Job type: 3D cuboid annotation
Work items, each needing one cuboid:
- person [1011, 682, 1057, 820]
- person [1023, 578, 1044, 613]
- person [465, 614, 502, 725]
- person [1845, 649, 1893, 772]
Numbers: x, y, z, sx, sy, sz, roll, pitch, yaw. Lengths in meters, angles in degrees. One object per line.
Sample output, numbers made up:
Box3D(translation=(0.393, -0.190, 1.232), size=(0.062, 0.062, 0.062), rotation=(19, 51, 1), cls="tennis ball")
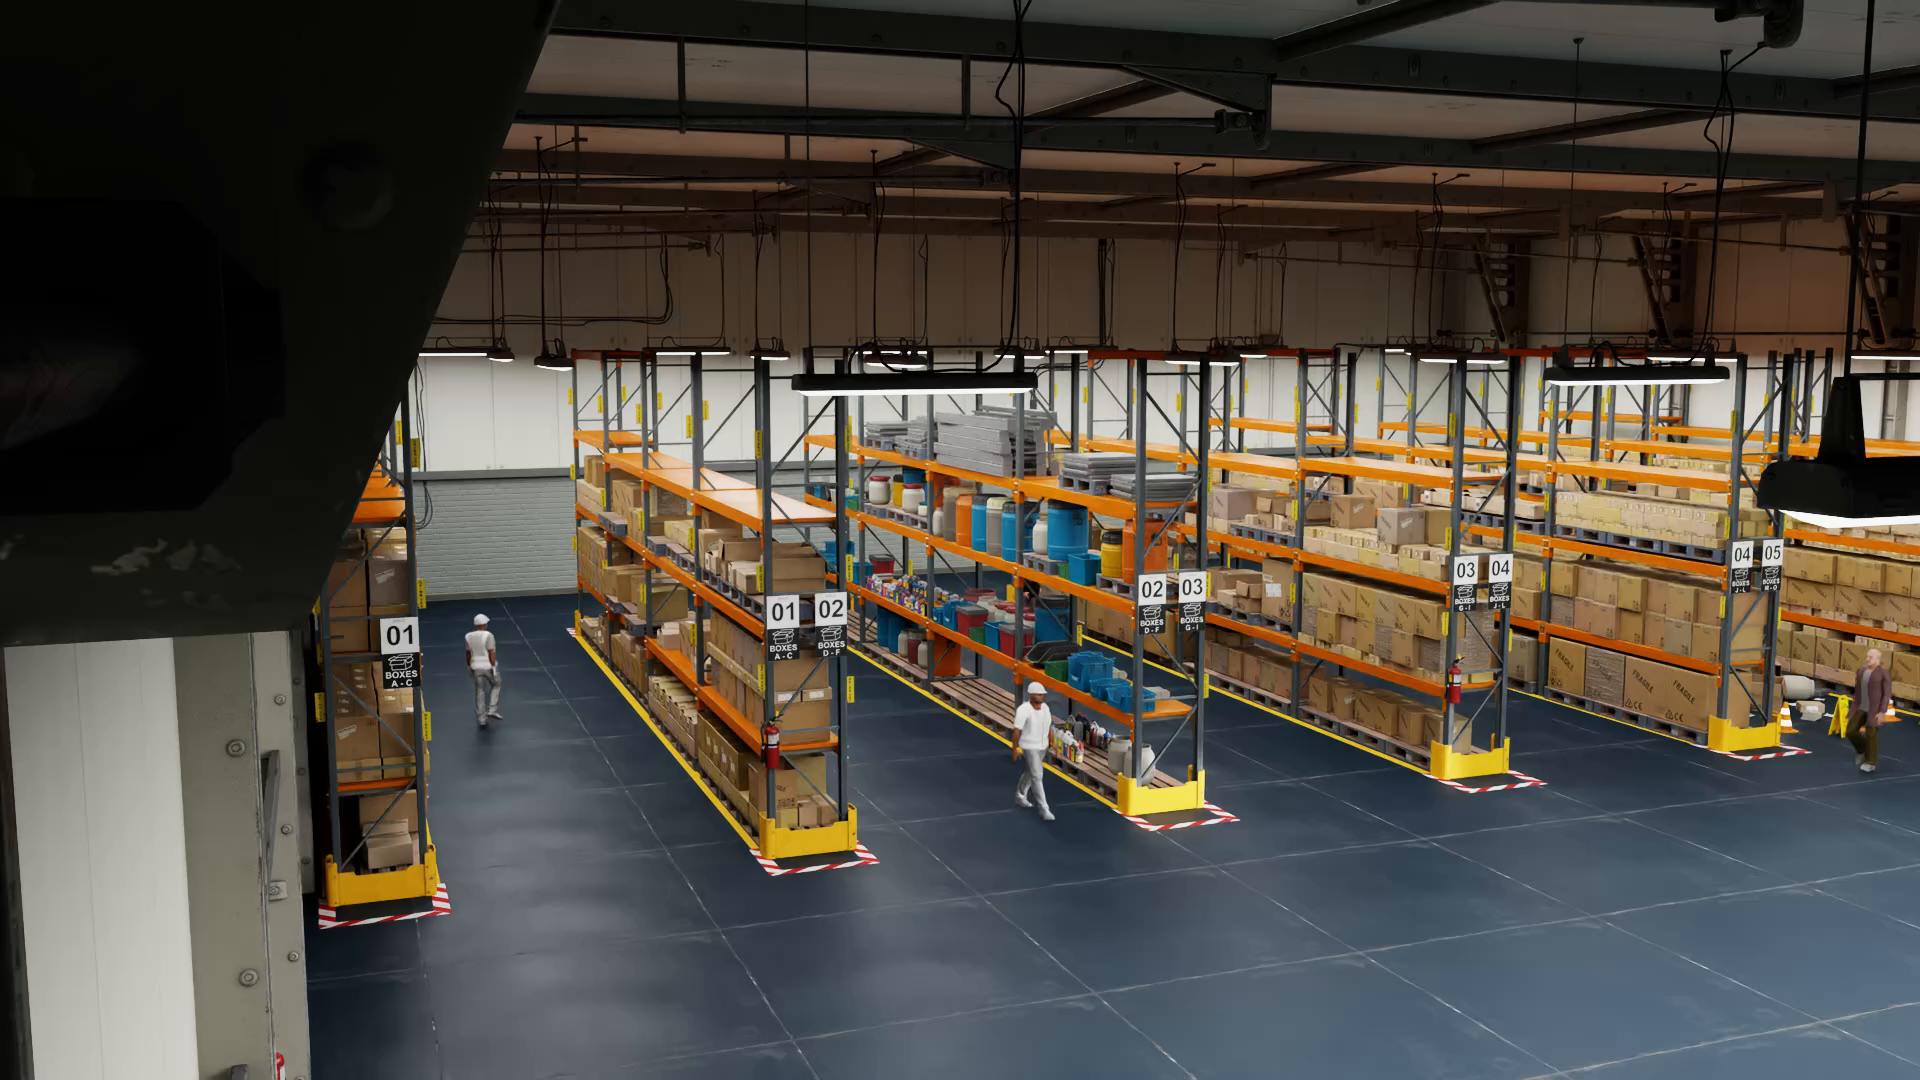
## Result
Box3D(translation=(1.032, 2.732, 21.925), size=(0.917, 1.720, 0.600), rotation=(6, 9, 40), cls="person")
Box3D(translation=(1.476, 1.175, 34.995), size=(0.697, 1.633, 0.718), rotation=(-1, 7, -8), cls="person")
Box3D(translation=(-7.750, 2.085, 26.988), size=(0.557, 1.765, 0.499), rotation=(0, 7, -4), cls="person")
Box3D(translation=(13.140, 2.451, 24.014), size=(0.540, 1.779, 0.580), rotation=(-6, 9, -41), cls="person")
